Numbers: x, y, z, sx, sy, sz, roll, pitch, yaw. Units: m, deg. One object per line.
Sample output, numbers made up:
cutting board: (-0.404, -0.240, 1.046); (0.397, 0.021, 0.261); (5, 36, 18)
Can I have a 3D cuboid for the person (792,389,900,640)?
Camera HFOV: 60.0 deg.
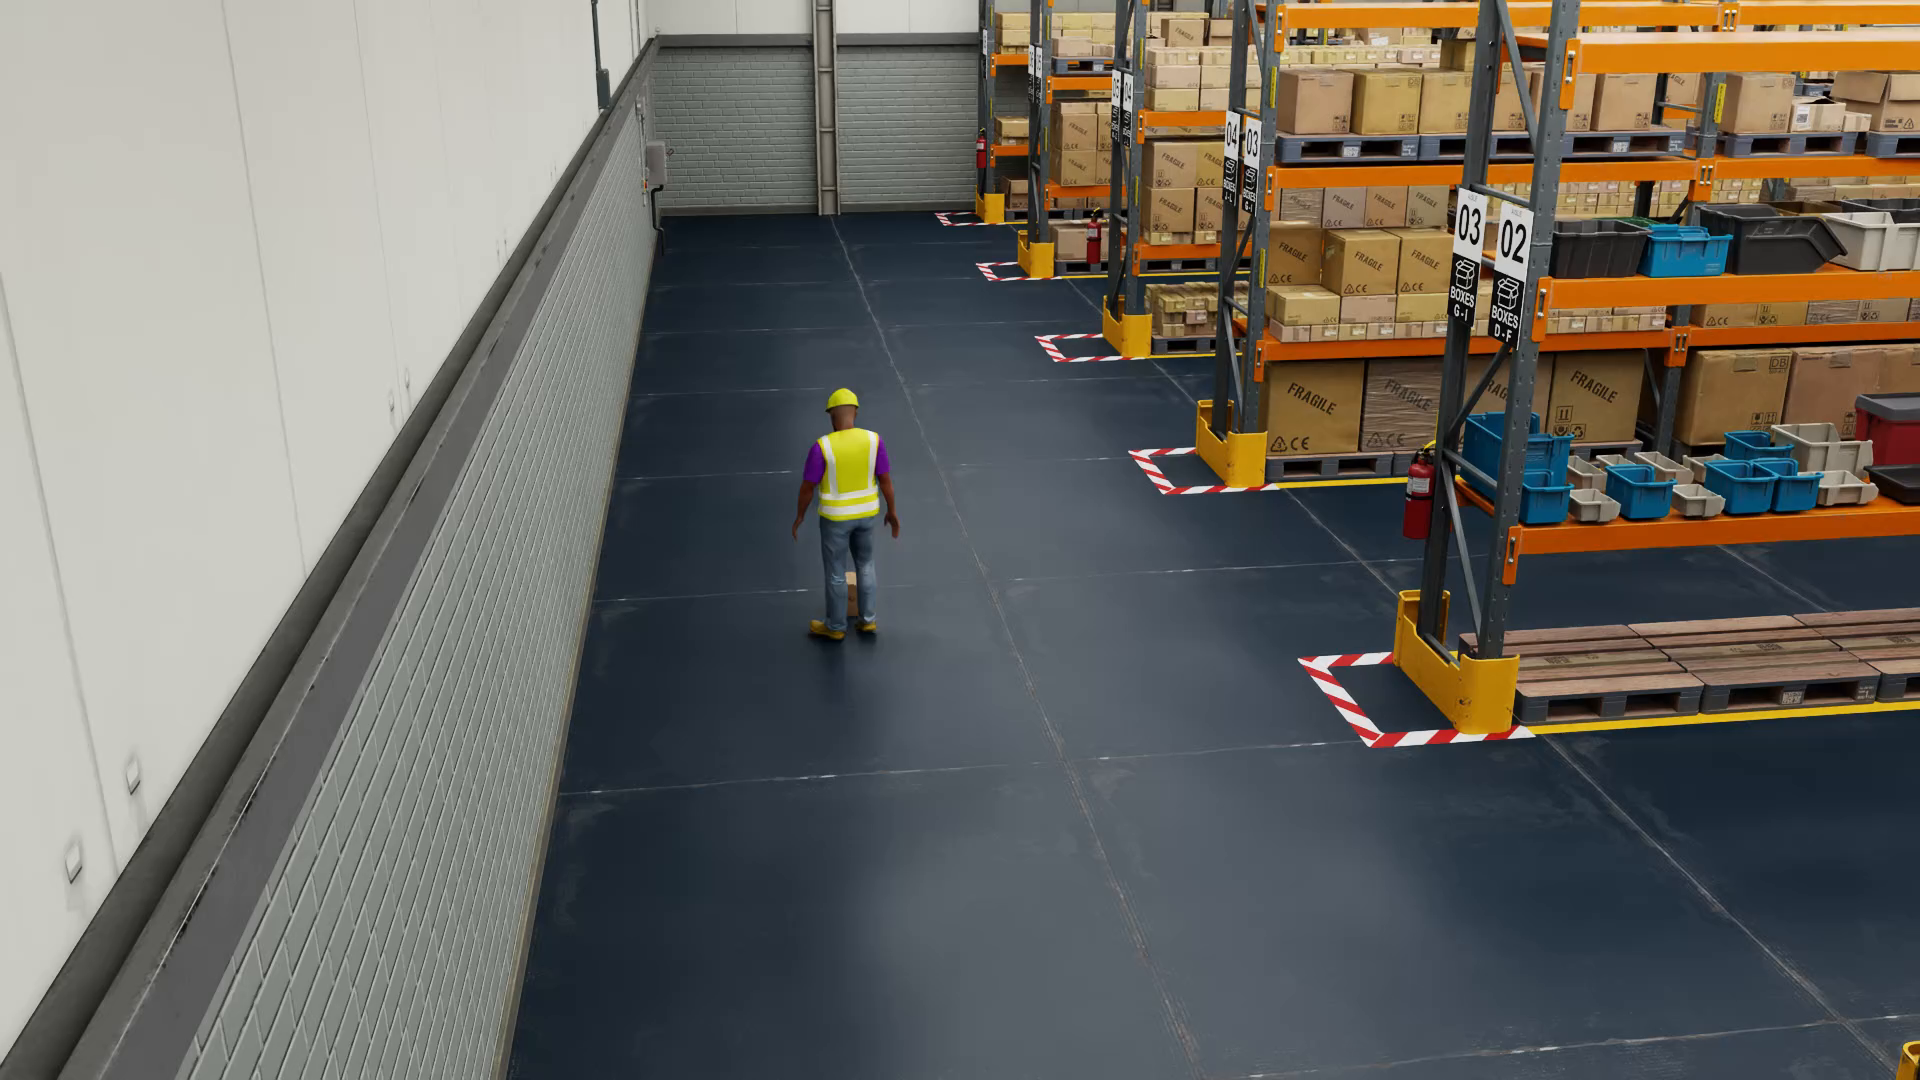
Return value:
person: (-0.805, -0.155, 11.457); (0.701, 1.802, 0.408); (-9, 22, -24)
